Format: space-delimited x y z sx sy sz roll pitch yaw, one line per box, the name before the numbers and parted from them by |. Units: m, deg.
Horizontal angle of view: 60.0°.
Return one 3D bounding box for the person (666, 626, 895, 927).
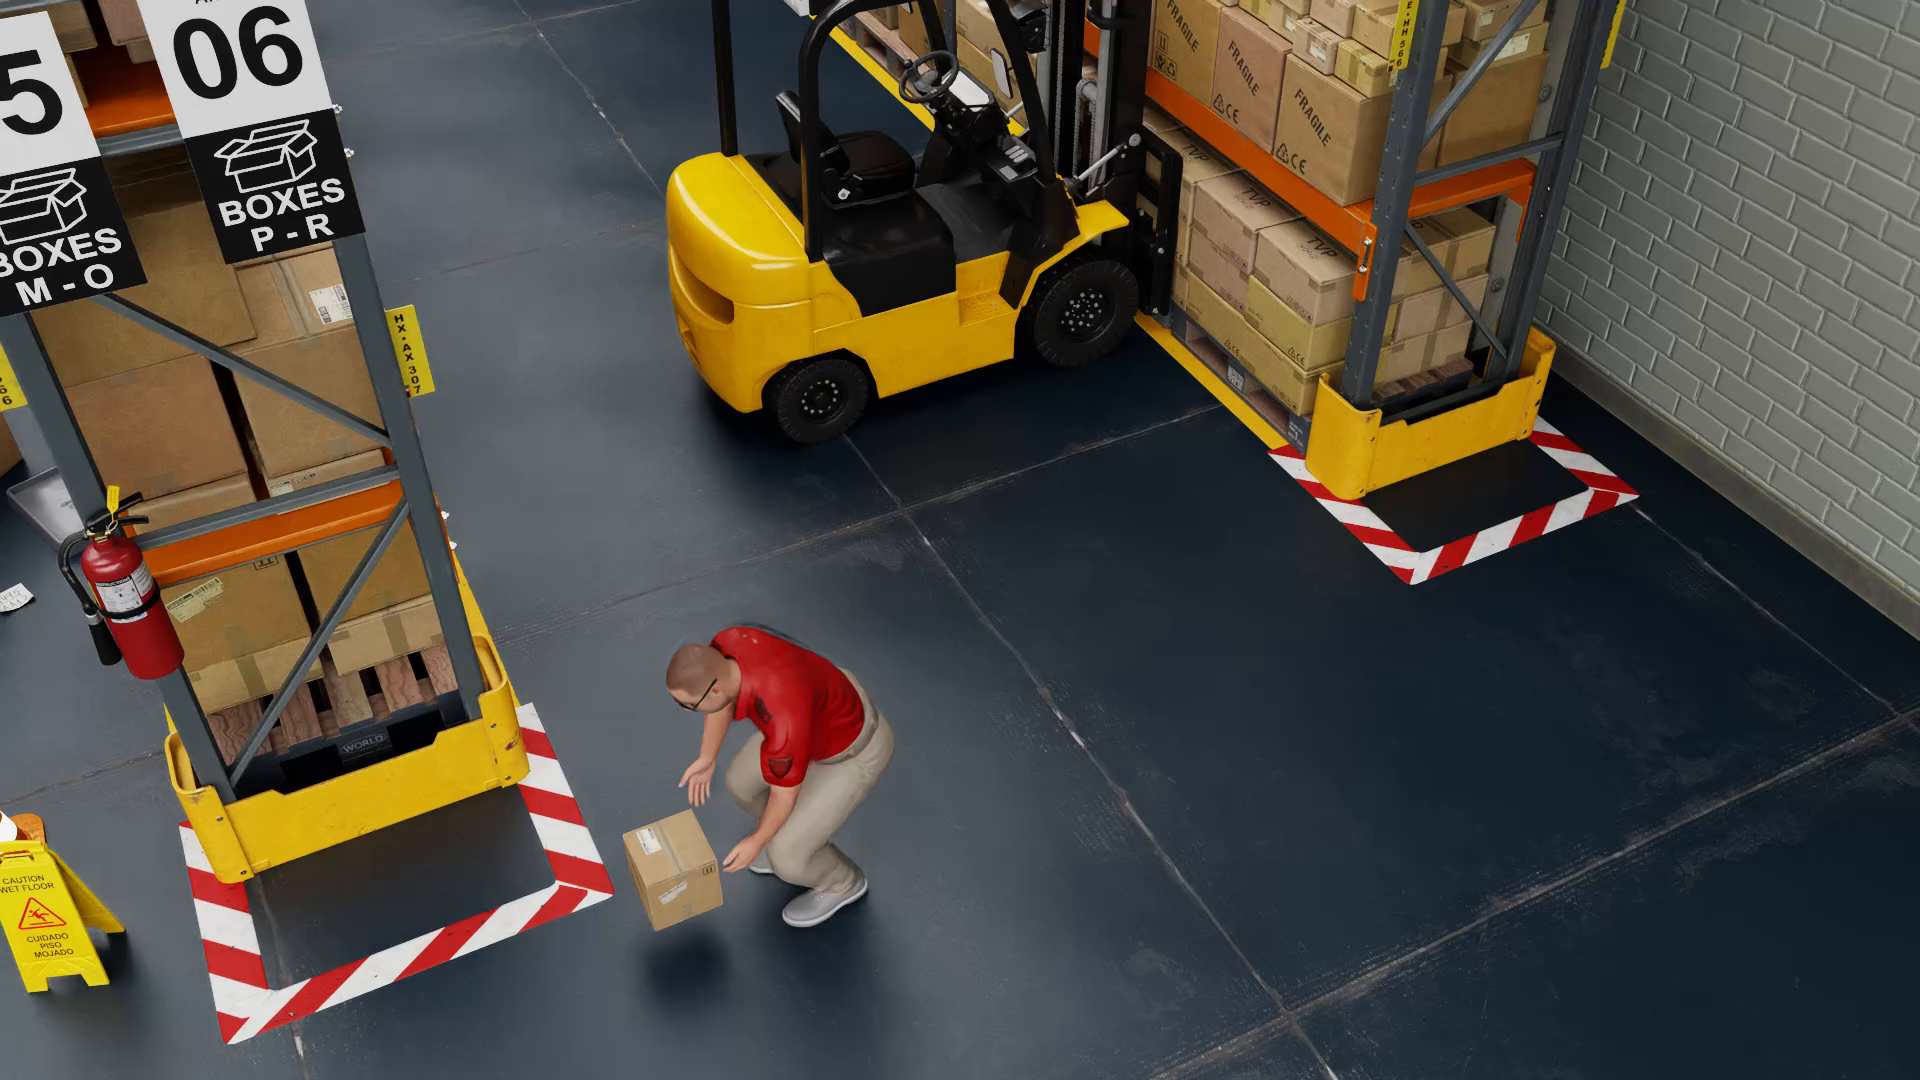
person | -0.574 0.785 5.616 0.738 1.279 0.588 -19 44 -20
